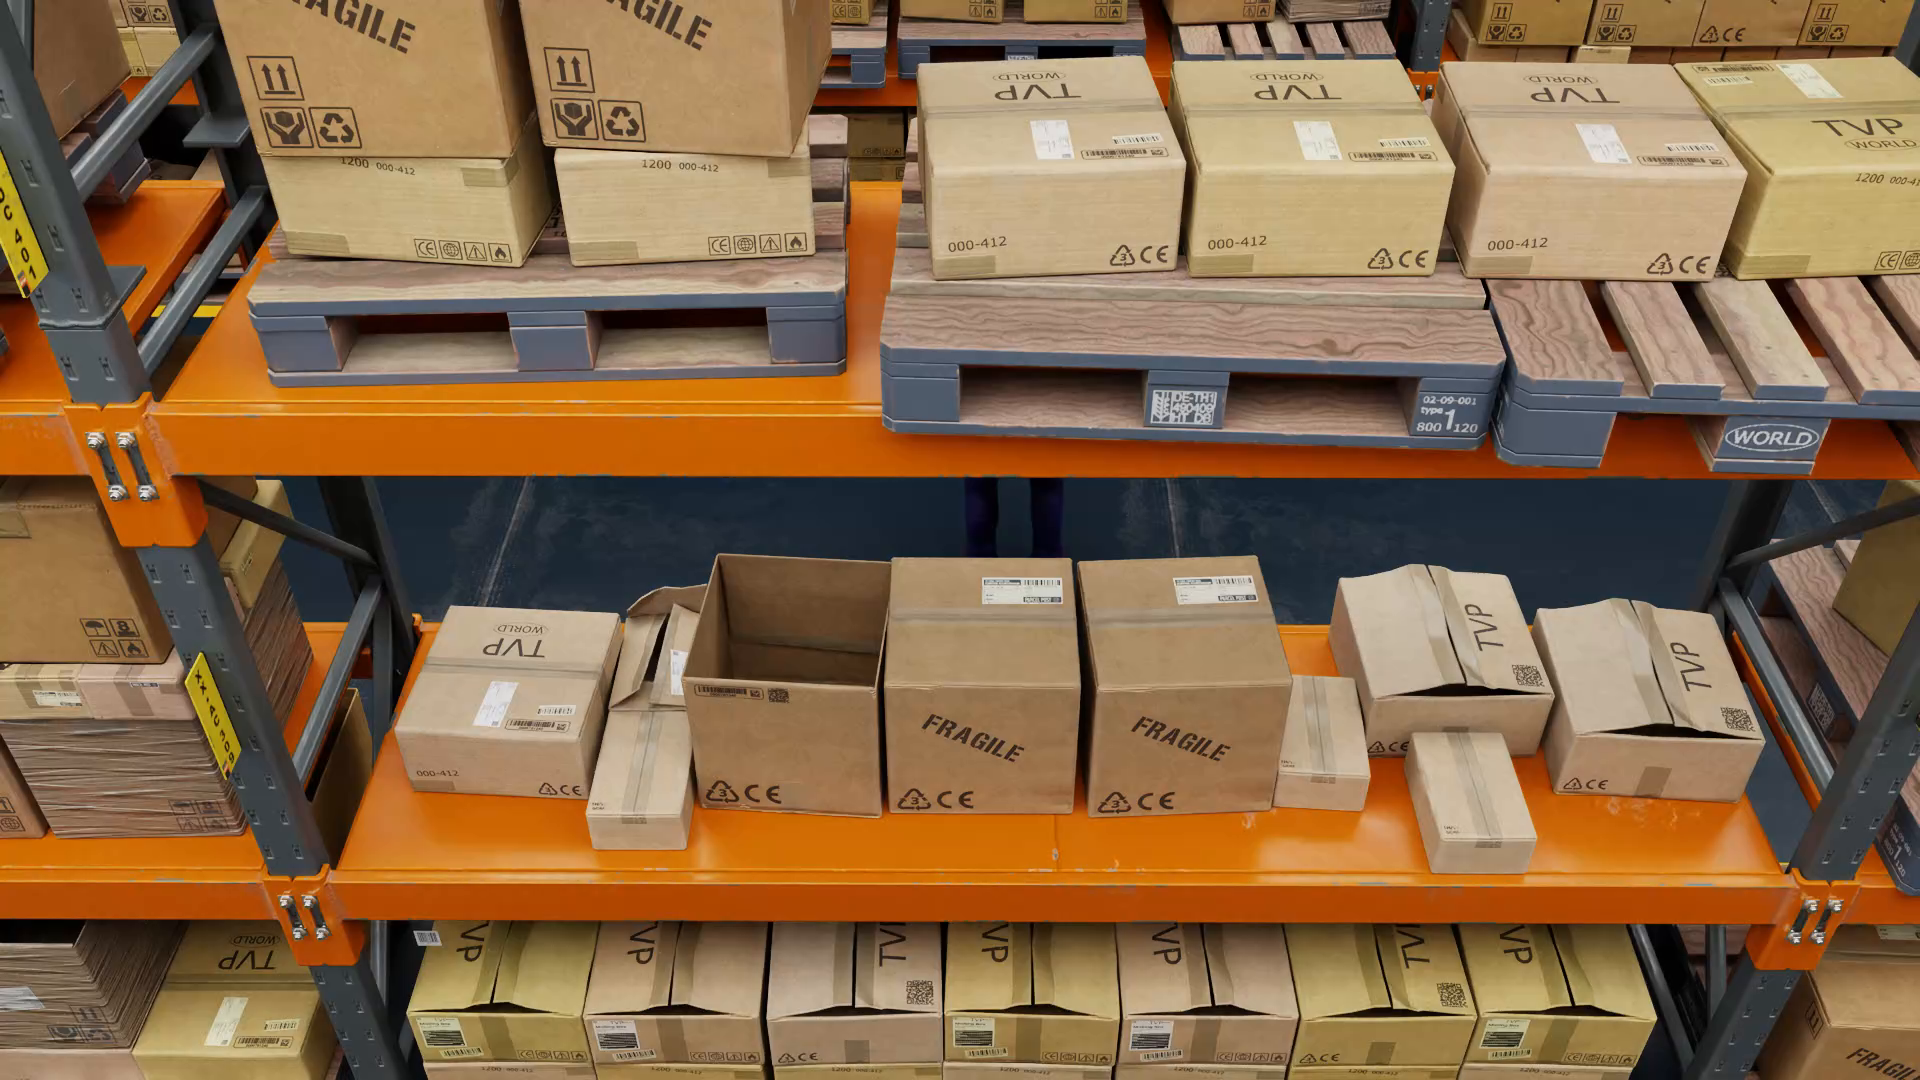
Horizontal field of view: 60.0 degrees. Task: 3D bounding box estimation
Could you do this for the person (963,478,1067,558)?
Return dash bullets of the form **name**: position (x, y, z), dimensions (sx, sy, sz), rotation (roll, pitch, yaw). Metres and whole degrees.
- **person**: position (0.221, -0.515, 6.776), dimensions (0.502, 1.656, 0.437), rotation (-1, 40, -1)
